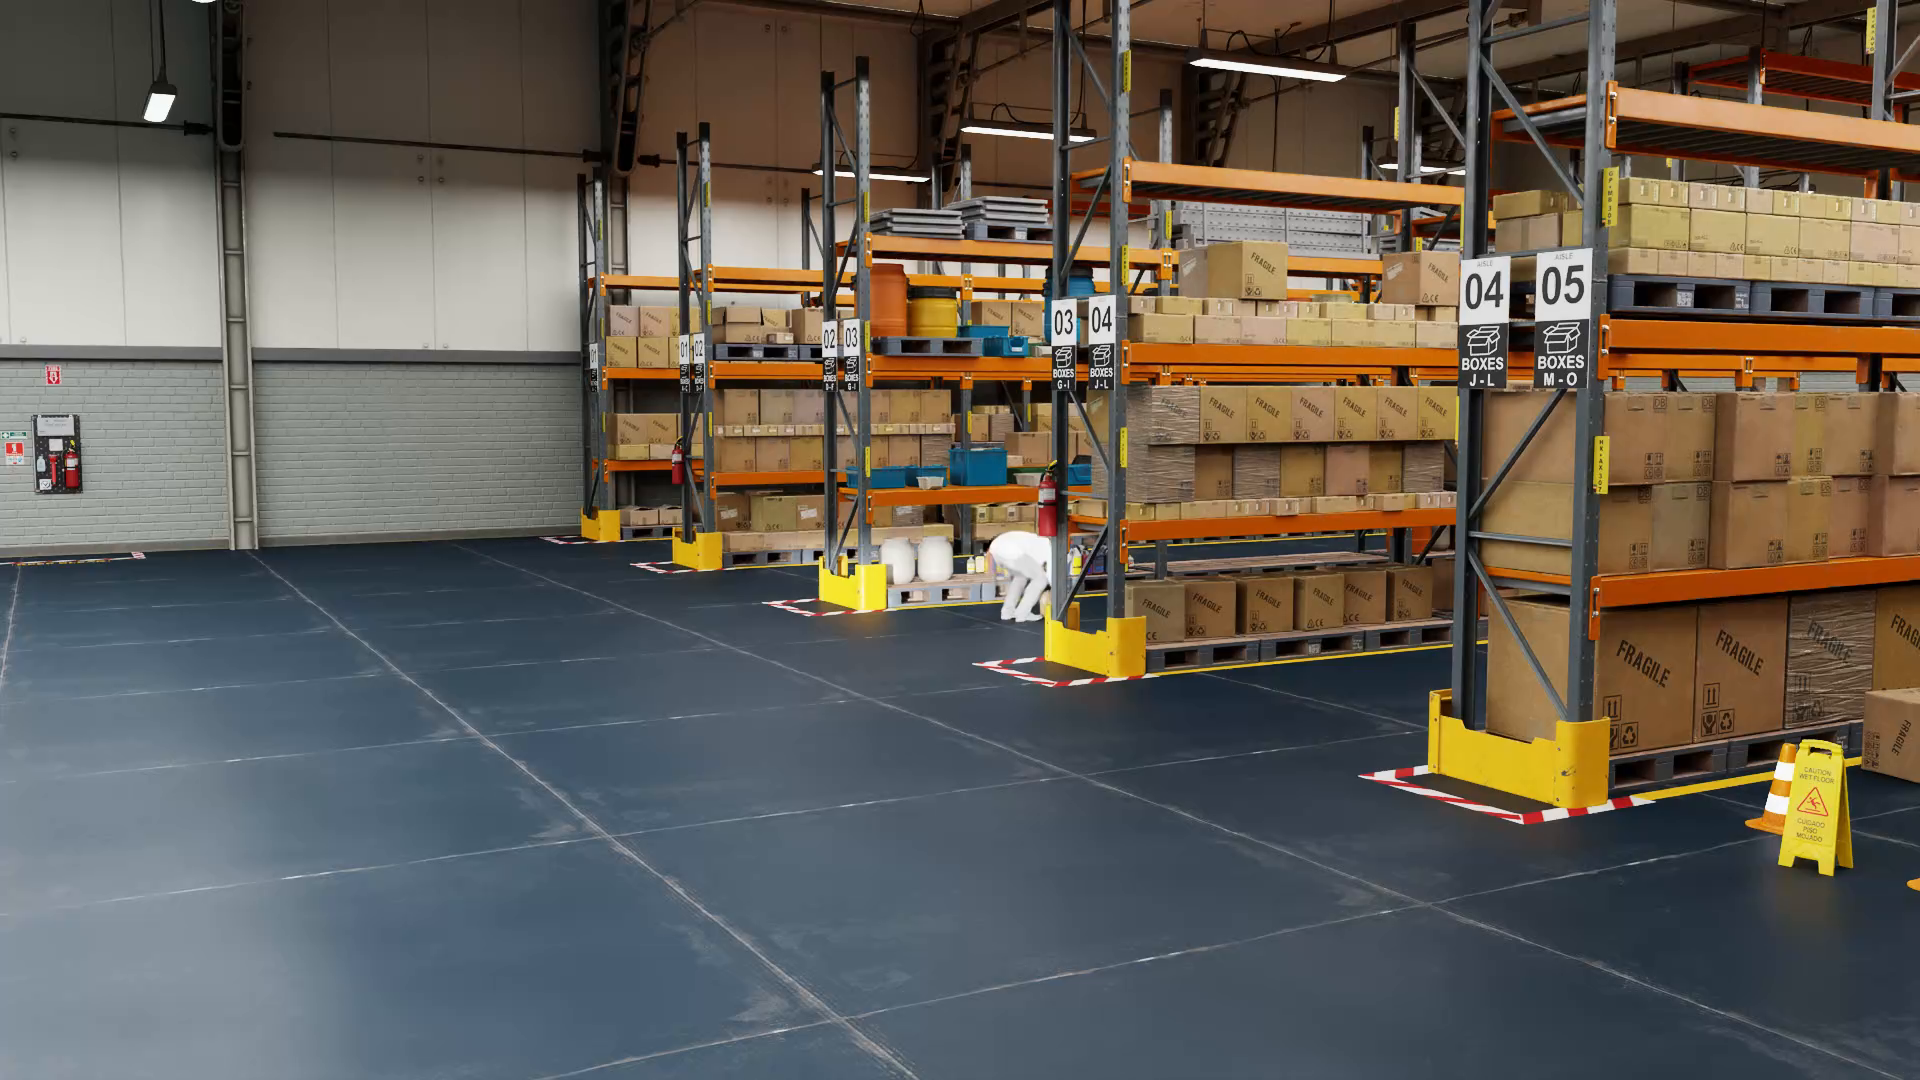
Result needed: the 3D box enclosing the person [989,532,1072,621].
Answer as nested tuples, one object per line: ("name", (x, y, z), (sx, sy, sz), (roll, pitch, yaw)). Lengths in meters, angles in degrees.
("person", (0.776, 0.368, 17.639), (0.975, 0.939, 0.499), (-3, 6, -31))
